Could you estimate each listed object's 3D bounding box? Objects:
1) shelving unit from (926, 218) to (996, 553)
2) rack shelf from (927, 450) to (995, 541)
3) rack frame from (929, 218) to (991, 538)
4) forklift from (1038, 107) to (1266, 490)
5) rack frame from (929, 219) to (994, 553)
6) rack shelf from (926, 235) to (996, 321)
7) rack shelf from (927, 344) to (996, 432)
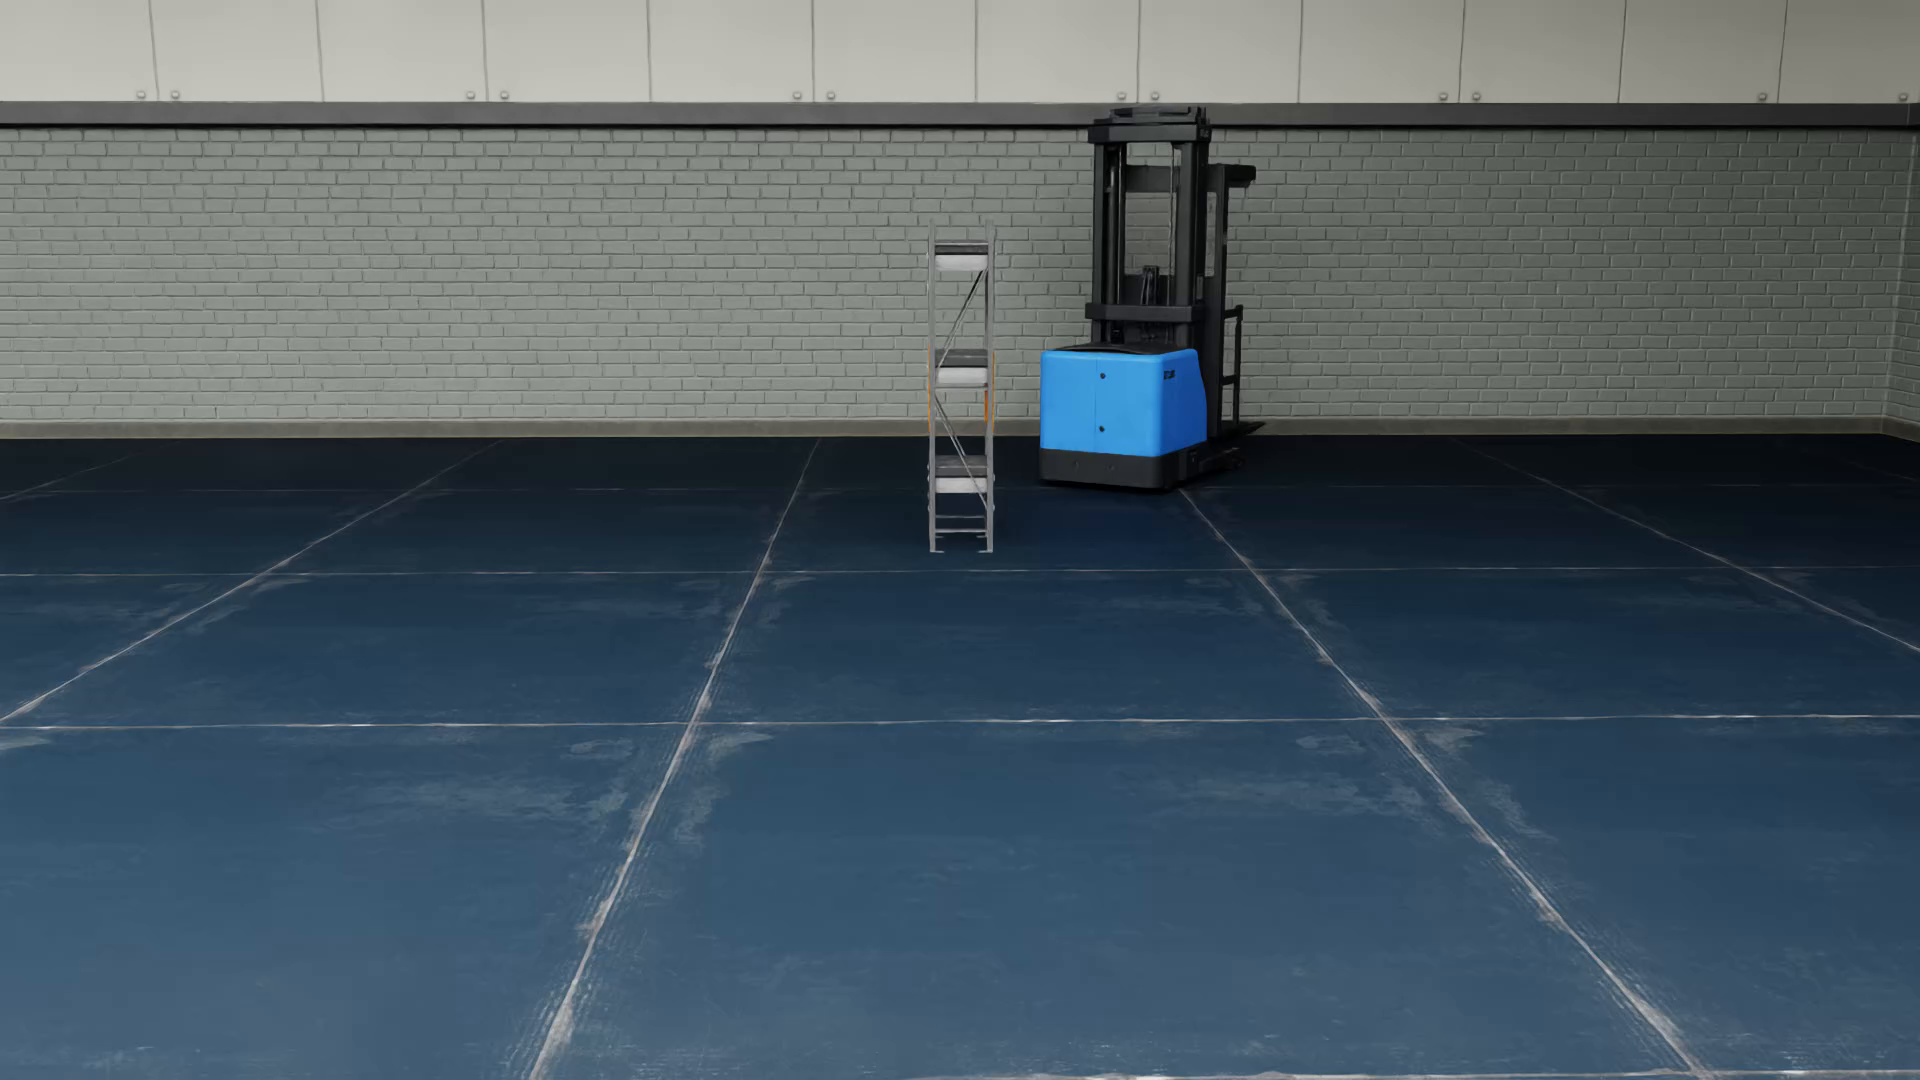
[{"bbox_3d":[0.003,-0.996,10.688,0.431,2.100,0.503,0,11,-1],"label":"shelving unit"},{"bbox_3d":[0.003,-0.297,10.830,0.431,0.518,0.480,0,11,-1],"label":"rack shelf"},{"bbox_3d":[-0.002,-1.045,10.927,0.400,2.100,0.015,0,11,-1],"label":"rack frame"},{"bbox_3d":[1.773,-2.066,13.872,1.130,2.935,3.031,6,13,29],"label":"forklift"},{"bbox_3d":[0.008,-0.948,10.449,0.400,2.100,0.015,0,11,-1],"label":"rack frame"},{"bbox_3d":[0.003,-1.669,10.552,0.431,0.518,0.480,0,11,-1],"label":"rack shelf"},{"bbox_3d":[0.003,-0.983,10.691,0.431,0.518,0.480,0,11,-1],"label":"rack shelf"}]
